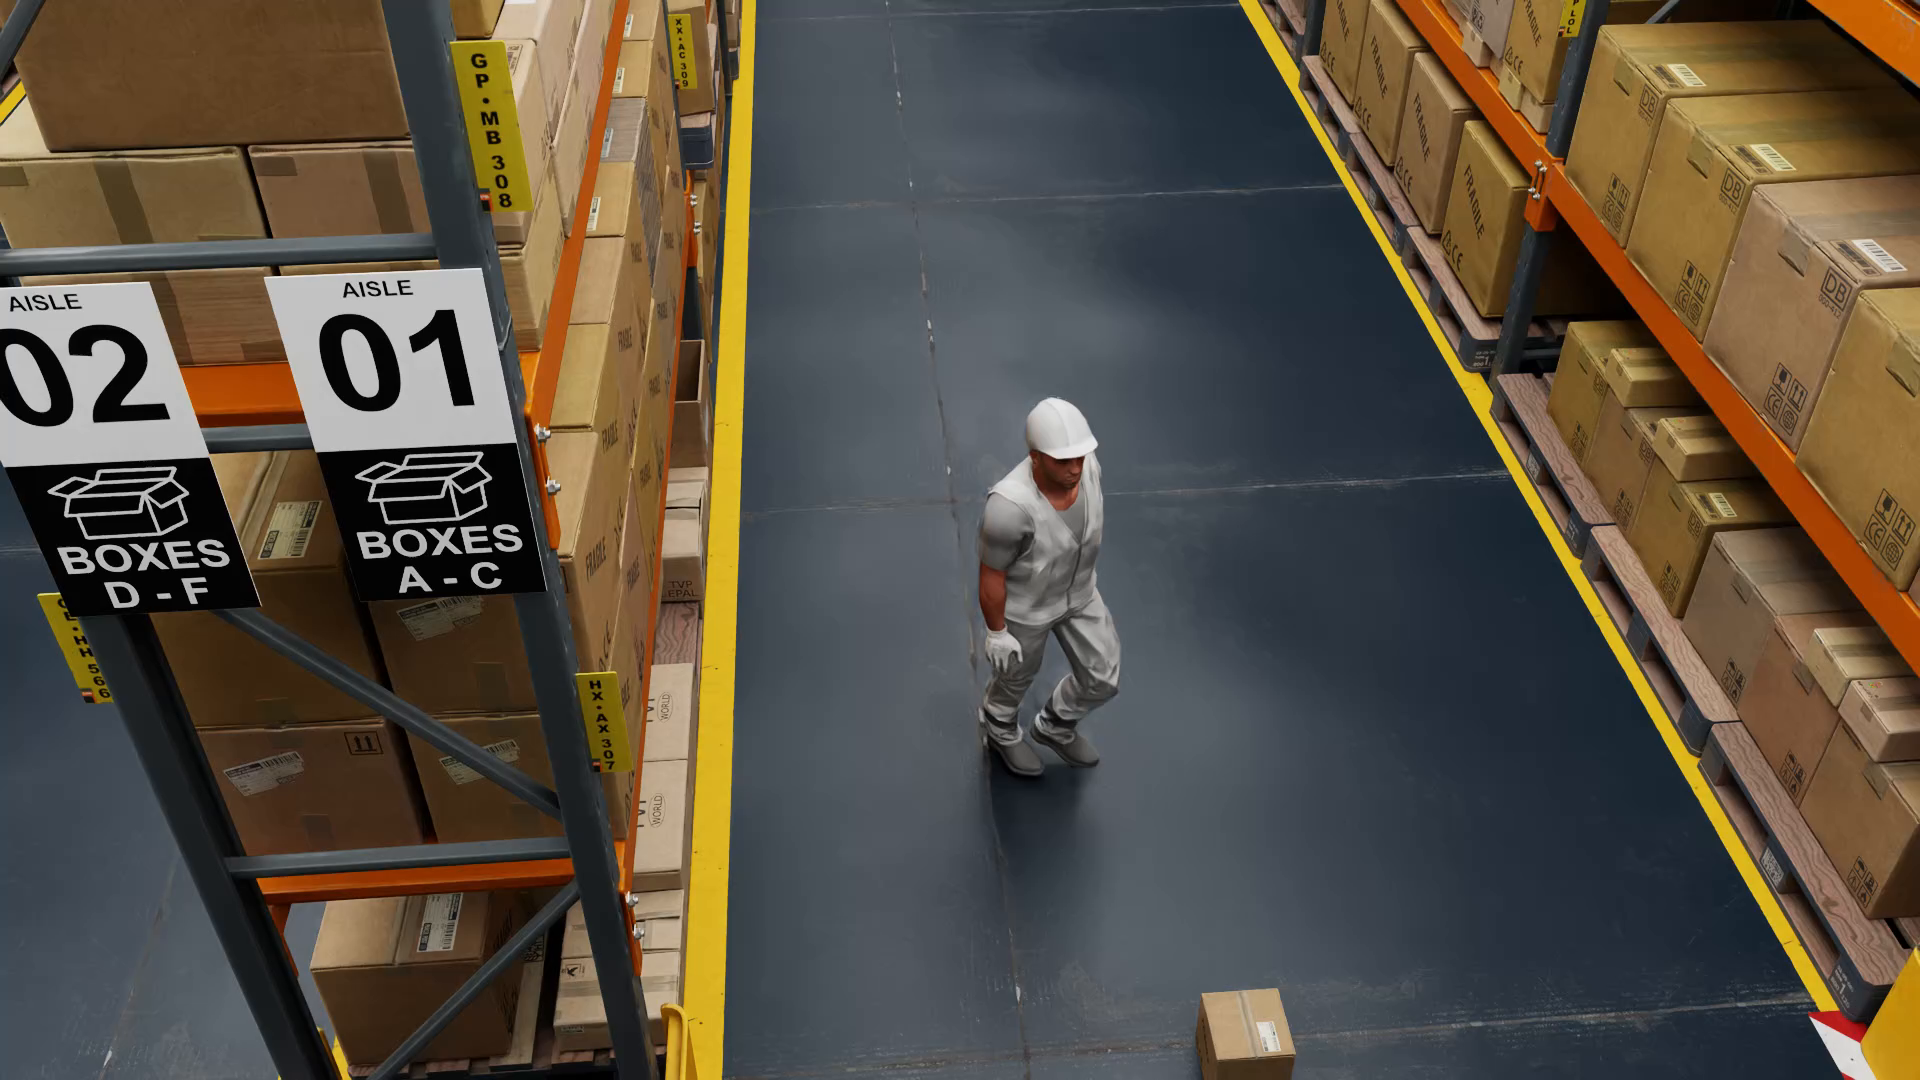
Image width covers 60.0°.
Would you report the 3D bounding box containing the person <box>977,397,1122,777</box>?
[{"bbox_3d":[0.285,0.204,5.849,0.579,1.765,0.523,-26,45,-28],"label":"person"}]
